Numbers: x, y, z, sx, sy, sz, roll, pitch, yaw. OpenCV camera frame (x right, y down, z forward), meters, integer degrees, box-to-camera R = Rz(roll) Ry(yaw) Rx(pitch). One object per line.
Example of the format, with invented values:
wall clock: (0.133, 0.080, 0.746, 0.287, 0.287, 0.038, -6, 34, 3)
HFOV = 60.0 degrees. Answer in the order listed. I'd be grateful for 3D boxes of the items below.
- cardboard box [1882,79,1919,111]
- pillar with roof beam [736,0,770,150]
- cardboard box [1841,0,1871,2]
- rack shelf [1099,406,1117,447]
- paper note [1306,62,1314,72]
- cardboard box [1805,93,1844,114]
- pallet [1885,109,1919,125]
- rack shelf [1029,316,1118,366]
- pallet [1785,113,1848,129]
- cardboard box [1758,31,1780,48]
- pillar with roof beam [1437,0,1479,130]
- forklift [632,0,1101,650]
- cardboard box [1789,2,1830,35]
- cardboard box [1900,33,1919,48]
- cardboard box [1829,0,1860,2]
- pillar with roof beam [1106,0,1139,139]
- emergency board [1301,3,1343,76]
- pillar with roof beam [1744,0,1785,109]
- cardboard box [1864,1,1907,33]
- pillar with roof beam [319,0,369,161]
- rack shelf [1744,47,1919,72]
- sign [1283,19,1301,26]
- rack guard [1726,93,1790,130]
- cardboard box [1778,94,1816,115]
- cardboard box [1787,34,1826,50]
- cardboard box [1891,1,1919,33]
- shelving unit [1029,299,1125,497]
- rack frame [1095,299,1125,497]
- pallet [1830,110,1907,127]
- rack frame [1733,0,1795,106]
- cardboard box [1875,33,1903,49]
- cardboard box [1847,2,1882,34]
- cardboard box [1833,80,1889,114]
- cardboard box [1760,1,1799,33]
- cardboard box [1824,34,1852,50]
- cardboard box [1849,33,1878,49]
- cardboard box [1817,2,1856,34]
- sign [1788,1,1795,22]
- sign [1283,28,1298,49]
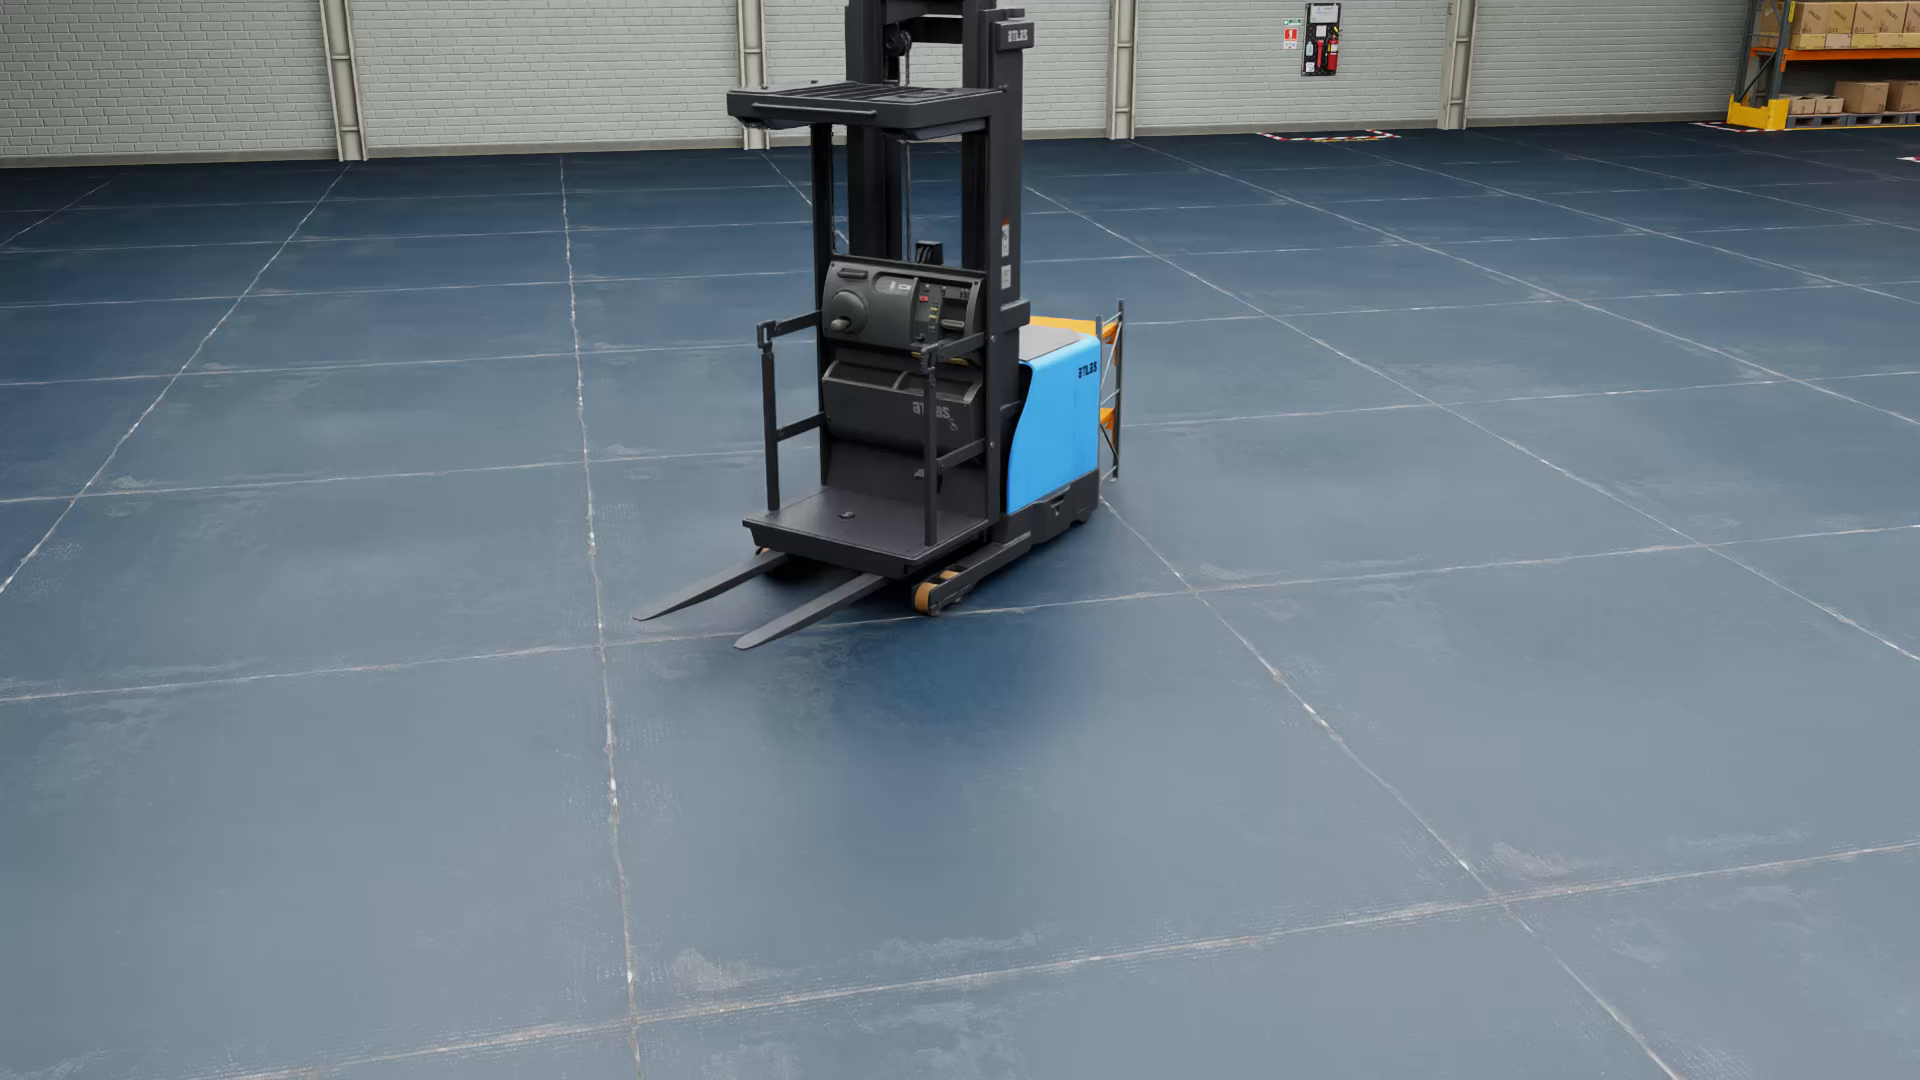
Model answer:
cardboard box: (16.722, -7.897, 29.505, 0.500, 0.500, 0.500, -6, 21, -17)
pillar with roof beam: (-2.214, -8.939, 20.634, 0.400, 9.000, 9.100, -5, 21, -12)
cardboard box: (15.724, -9.161, 29.061, 0.500, 0.500, 0.500, -4, 21, -12)
rack shelf: (0.415, -0.676, 10.235, 1.000, 0.278, 0.538, 8, 22, 20)
paper note: (5.872, -7.925, 27.870, 0.142, 0.148, 0.016, -5, 21, -12)
cardboard box: (15.079, -7.657, 29.125, 0.500, 0.311, 0.500, -3, 20, -8)
pallet: (17.077, -7.585, 29.714, 1.213, 0.211, 1.003, -5, 21, -12)
rack shelf: (0.415, -1.180, 10.050, 1.000, 0.278, 0.538, 8, 22, 20)
pallet: (14.703, -7.392, 29.187, 1.213, 0.211, 1.003, -5, 21, -12)
cardboard box: (14.241, -8.684, 28.848, 0.500, 0.250, 0.500, -4, 21, -12)
pillar with roof beam: (9.464, -9.889, 23.227, 0.400, 9.000, 9.100, -5, 21, -12)
forklift: (-0.416, -1.183, 8.283, 1.130, 2.935, 3.031, 13, 24, 31)
cardboard box: (14.364, -8.871, 28.270, 0.500, 0.500, 0.500, -5, 21, -12)
cardboard box: (16.359, -8.678, 28.832, 0.500, 0.250, 0.500, -5, 21, -13)
cardboard box: (15.234, -9.121, 28.953, 0.500, 0.500, 0.500, -5, 21, -14)
pillar with roof beam: (3.625, -9.414, 21.931, 0.400, 9.000, 9.100, -5, 21, -12)
emergency board: (6.060, -8.330, 27.694, 0.643, 1.169, 0.194, -5, 21, -12)
pillar with roof beam: (15.303, -10.364, 24.524, 0.400, 9.000, 9.100, -5, 21, -12)
cardboard box: (15.851, -8.990, 28.596, 0.500, 0.500, 0.500, -4, 20, -11)
pillar with roof beam: (-8.053, -8.464, 19.338, 0.400, 9.000, 9.100, -5, 21, -12)
rack shelf: (15.777, -8.463, 29.104, 4.000, 0.370, 1.077, -5, 21, -12)
sign: (5.504, -8.584, 27.564, 0.331, 0.109, 0.001, -5, 21, -12)
rack guard: (13.904, -7.475, 28.994, 0.348, 0.500, 1.175, -5, 21, -12)
cardboard box: (14.524, -7.611, 29.002, 0.500, 0.311, 0.500, -7, 21, -19)
cardboard box: (14.378, -8.514, 28.385, 0.500, 0.250, 0.500, -5, 21, -14)
cardboard box: (16.357, -9.032, 28.709, 0.500, 0.500, 0.500, -5, 21, -14)
shelving unit: (0.415, -0.905, 10.151, 1.048, 1.125, 0.538, 8, 22, 20)
rack frame: (0.887, -0.840, 9.973, 0.032, 1.125, 0.500, 8, 22, 20)
pallet: (15.888, -7.487, 29.447, 1.213, 0.211, 1.003, -5, 21, -12)
rack frame: (13.830, -8.643, 28.548, 0.127, 3.000, 1.000, -5, 21, -12)
cardboard box: (15.870, -8.638, 28.722, 0.500, 0.250, 0.500, -4, 21, -12)
cardboard box: (15.352, -8.946, 28.473, 0.500, 0.500, 0.500, -5, 21, -14)
cardboard box: (15.804, -7.787, 29.205, 0.500, 0.500, 0.700, -6, 21, -16)
cardboard box: (14.240, -9.042, 28.737, 0.500, 0.500, 0.500, -5, 21, -13)
cardboard box: (14.880, -8.560, 28.511, 0.500, 0.250, 0.500, -5, 21, -14)
cardboard box: (15.377, -8.598, 28.615, 0.500, 0.250, 0.500, -5, 21, -13)
cardboard box: (14.847, -8.907, 28.367, 0.500, 0.500, 0.500, -5, 21, -12)
sign: (13.955, -8.868, 27.903, 0.005, 0.325, 0.100, -5, 21, -12)
sign: (5.498, -8.338, 27.662, 0.234, 0.329, 0.001, -5, 21, -12)
